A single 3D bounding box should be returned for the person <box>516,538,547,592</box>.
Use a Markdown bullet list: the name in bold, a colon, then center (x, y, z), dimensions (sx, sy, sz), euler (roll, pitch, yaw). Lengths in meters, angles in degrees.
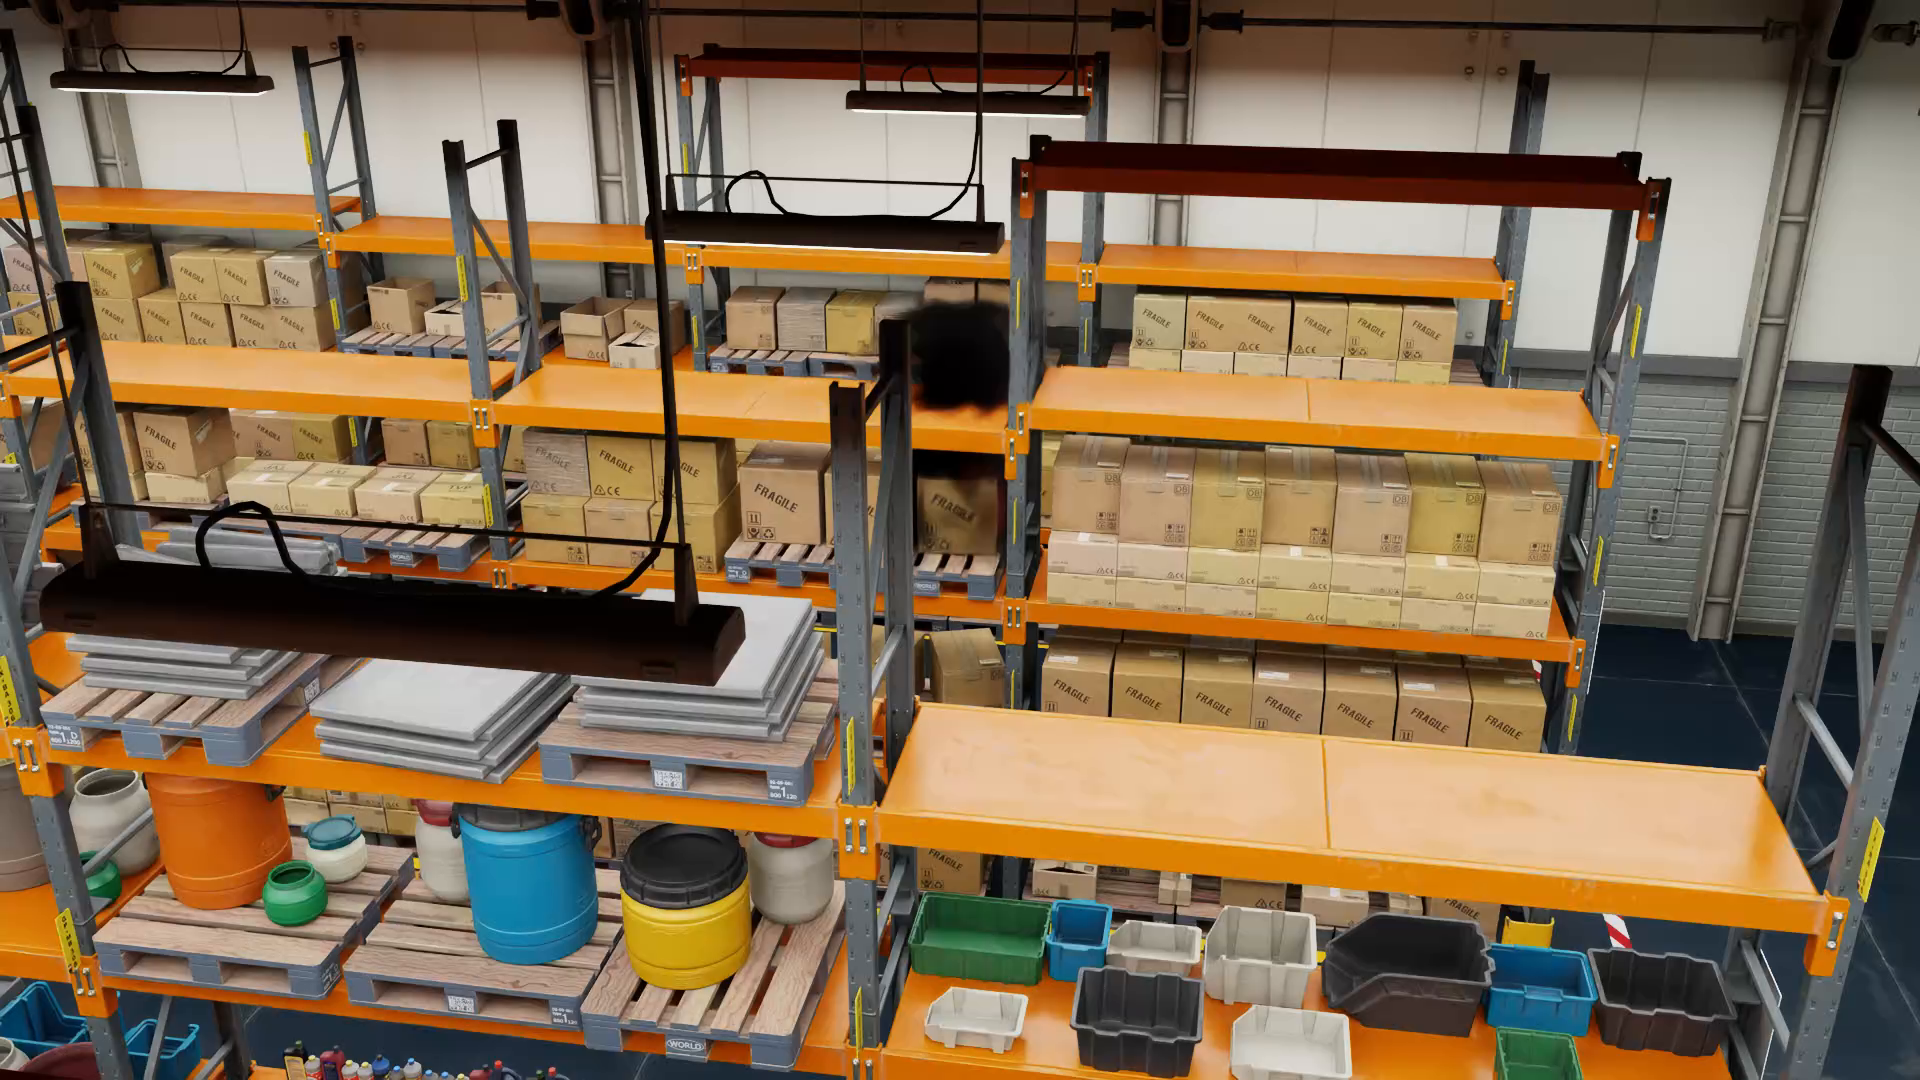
- **person**: center (-4.239, 0.563, 16.830), dimensions (0.978, 1.736, 0.687), euler (-4, 23, -9)
